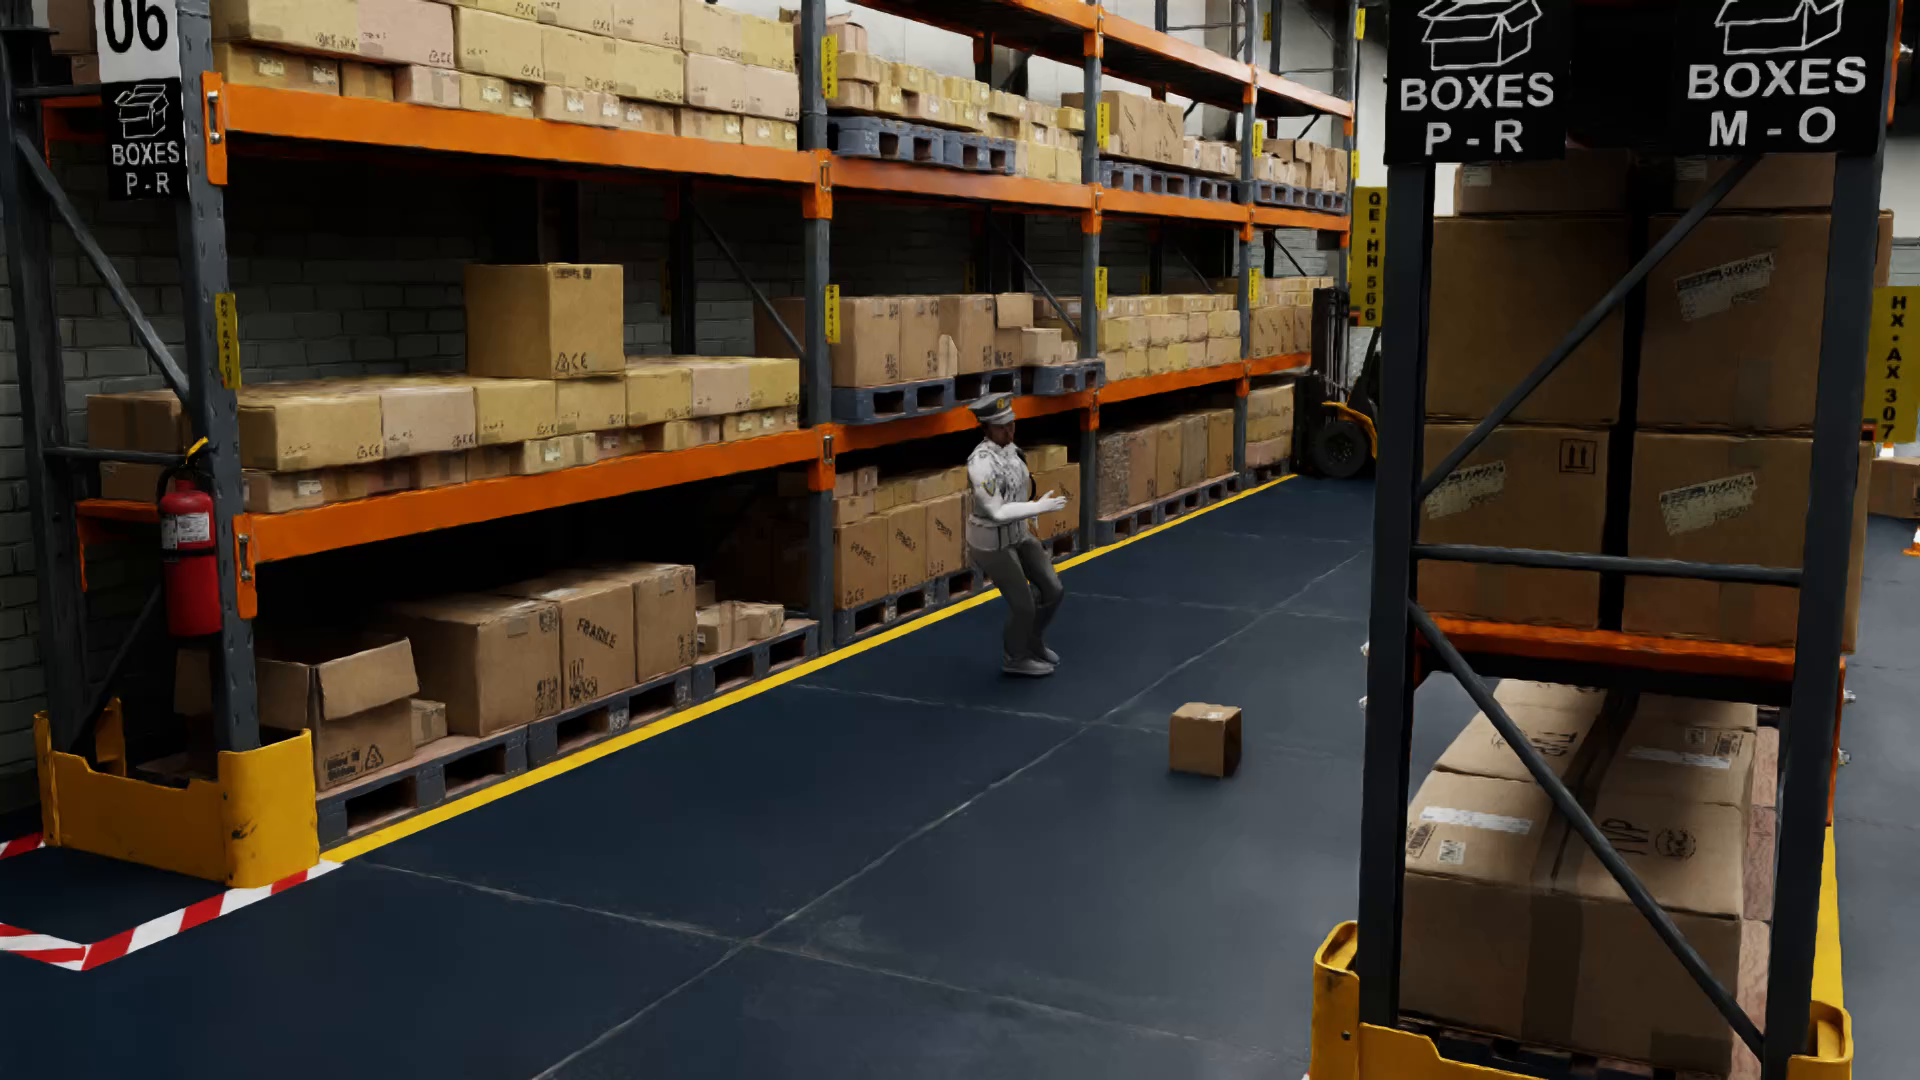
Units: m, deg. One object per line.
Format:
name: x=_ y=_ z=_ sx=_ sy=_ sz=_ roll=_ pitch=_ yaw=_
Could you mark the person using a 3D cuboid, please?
person: x=0.284 y=-0.021 z=8.789 sx=0.312 sy=1.558 sz=0.850 roll=4 pitch=10 yaw=24
